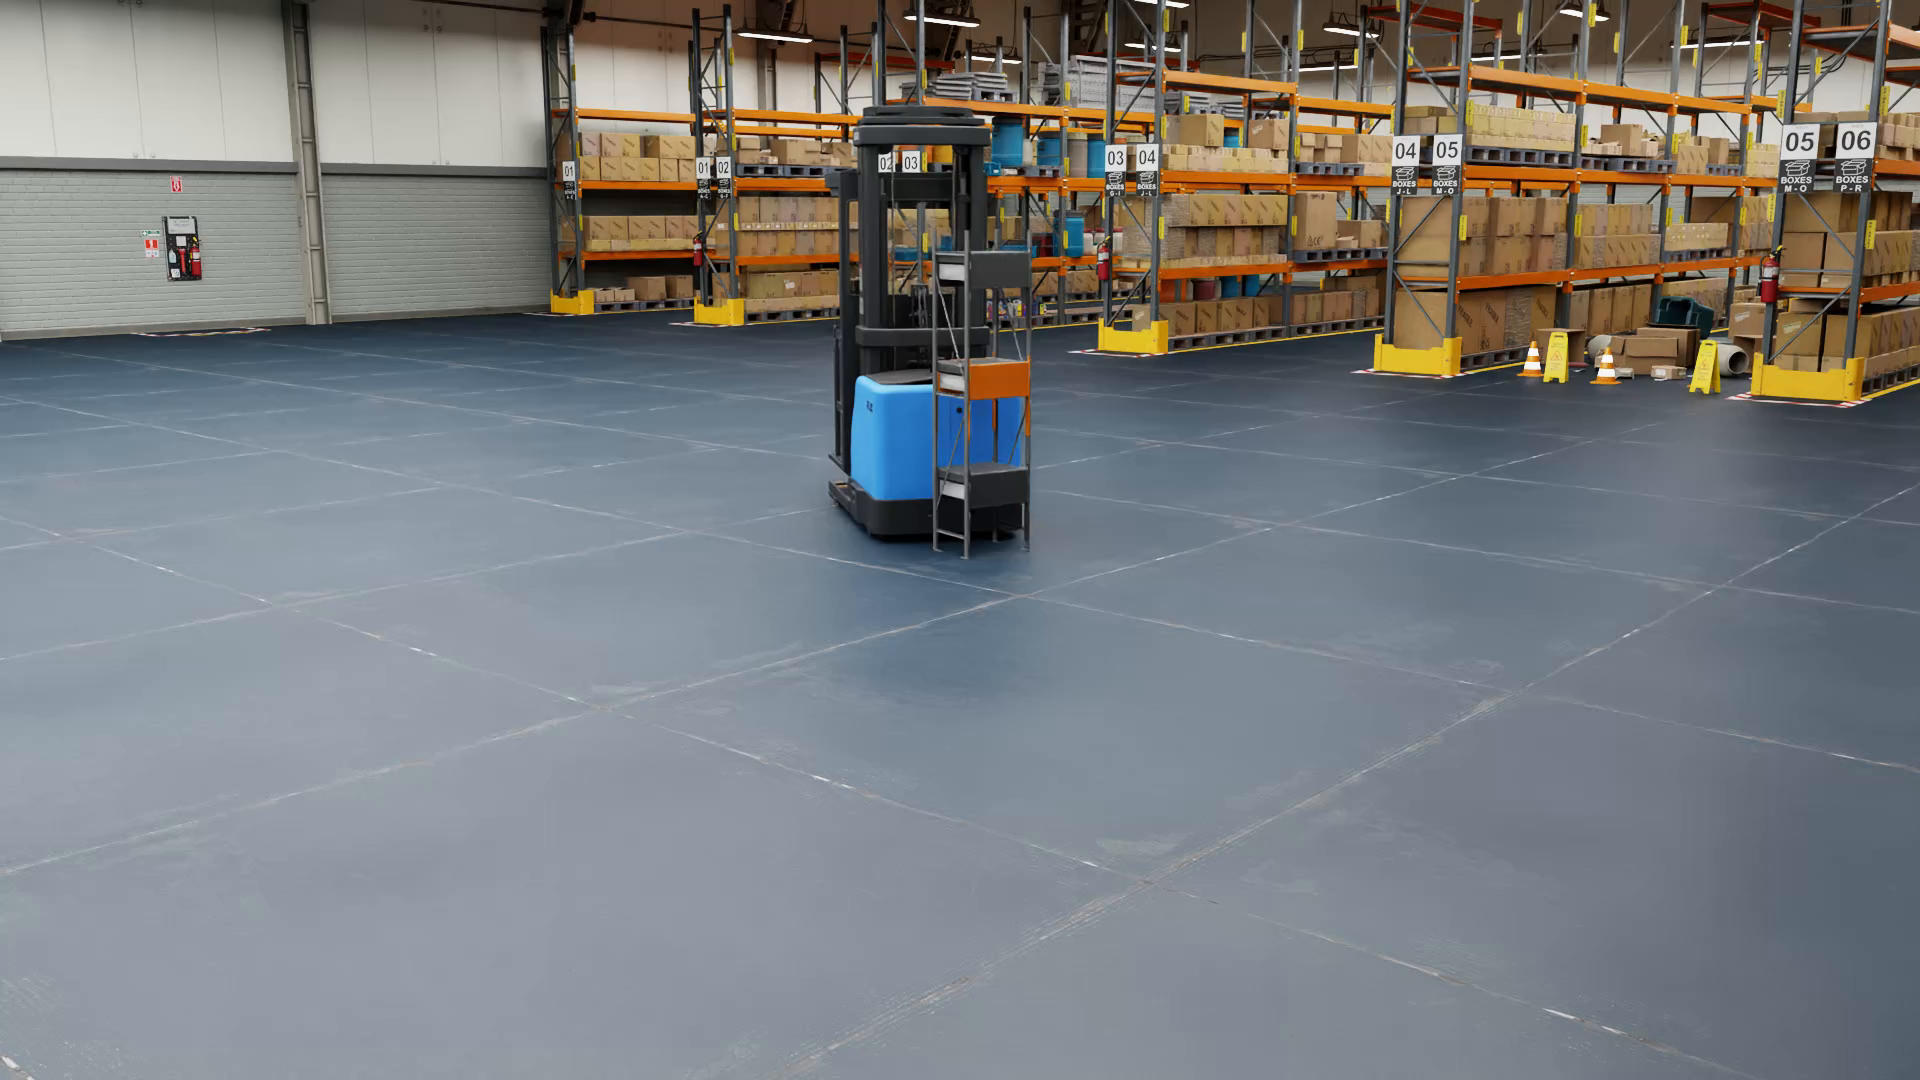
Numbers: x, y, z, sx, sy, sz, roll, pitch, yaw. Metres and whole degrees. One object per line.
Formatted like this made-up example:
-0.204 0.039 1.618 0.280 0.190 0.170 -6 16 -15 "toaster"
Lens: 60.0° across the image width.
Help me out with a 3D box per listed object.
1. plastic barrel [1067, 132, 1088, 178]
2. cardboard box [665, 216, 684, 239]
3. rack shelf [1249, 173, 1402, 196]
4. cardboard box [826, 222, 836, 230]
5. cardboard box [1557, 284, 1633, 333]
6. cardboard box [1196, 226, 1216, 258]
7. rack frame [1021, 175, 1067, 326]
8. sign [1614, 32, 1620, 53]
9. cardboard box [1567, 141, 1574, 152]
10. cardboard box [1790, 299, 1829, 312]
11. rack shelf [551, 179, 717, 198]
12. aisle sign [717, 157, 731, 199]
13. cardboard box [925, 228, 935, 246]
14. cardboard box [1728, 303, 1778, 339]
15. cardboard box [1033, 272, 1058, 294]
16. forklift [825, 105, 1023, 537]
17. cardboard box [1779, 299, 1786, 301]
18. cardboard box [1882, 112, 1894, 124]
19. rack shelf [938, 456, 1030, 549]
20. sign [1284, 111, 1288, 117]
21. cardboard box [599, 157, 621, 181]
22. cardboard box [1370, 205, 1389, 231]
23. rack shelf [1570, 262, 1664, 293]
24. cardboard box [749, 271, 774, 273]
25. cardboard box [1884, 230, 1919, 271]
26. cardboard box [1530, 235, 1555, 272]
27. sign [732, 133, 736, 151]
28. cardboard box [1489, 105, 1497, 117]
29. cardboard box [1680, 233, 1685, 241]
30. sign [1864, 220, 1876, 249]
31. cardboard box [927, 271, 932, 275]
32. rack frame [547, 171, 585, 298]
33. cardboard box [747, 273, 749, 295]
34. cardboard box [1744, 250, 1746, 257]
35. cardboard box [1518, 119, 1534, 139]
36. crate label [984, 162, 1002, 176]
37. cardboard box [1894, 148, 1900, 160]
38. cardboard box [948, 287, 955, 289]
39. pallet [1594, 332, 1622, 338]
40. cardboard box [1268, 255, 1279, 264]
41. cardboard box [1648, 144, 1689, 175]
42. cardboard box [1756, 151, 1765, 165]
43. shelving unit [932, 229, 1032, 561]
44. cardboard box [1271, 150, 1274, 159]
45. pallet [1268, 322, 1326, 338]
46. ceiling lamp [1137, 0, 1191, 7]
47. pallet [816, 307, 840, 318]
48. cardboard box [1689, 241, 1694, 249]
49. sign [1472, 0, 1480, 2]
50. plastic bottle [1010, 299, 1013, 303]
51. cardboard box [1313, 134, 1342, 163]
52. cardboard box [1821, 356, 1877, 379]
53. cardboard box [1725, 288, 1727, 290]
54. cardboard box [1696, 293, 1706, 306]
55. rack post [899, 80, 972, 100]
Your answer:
2.225 -7.614 32.942 0.600 0.901 0.600 0 11 0 "plastic barrel"
-6.567 -7.026 37.356 0.500 0.500 0.500 9 15 39 "cardboard box"
6.661 -6.470 30.331 1.077 0.370 4.000 10 15 40 "rack shelf"
-2.789 -6.489 34.336 0.380 0.149 0.250 10 15 40 "cardboard box"
10.597 -3.886 27.886 1.050 0.750 0.750 10 15 41 "cardboard box"
3.687 -4.898 27.270 0.875 0.500 0.500 10 15 40 "cardboard box"
1.621 -5.698 32.288 1.000 3.000 0.127 10 15 40 "rack frame"
11.227 -8.497 28.400 0.100 0.325 0.005 10 15 40 "sign"
9.000 -5.909 25.001 0.380 0.149 0.250 10 15 40 "cardboard box"
10.670 -2.945 20.884 0.380 0.149 0.250 10 15 42 "cardboard box"
-7.141 -7.803 37.004 1.077 0.370 4.000 10 15 40 "rack shelf"
-4.551 -6.976 32.049 0.394 0.787 0.004 10 15 40 "aisle sign"
-0.900 -6.650 36.799 0.500 0.500 0.500 10 15 40 "cardboard box"
11.428 -3.148 23.967 0.500 0.500 0.500 10 15 40 "cardboard box"
2.075 -6.176 39.939 0.500 0.500 0.500 9 14 38 "cardboard box"
-0.397 -1.705 12.471 1.130 2.935 3.031 -3 12 -13 "forklift"
16.788 -5.006 34.271 0.380 0.149 0.250 9 15 39 "cardboard box"
10.898 -5.020 19.843 0.380 0.149 0.250 10 15 40 "cardboard box"
0.142 -0.254 10.974 0.480 0.518 0.431 -8 14 -34 "rack shelf"
7.314 -9.643 37.256 0.100 0.325 0.005 10 15 40 "sign"
-7.672 -8.011 35.906 0.500 0.500 0.500 -11 16 -44 "cardboard box"
8.476 -6.293 32.448 0.797 0.503 0.637 10 15 42 "cardboard box"
10.321 -4.343 27.340 1.077 0.370 4.000 10 15 40 "rack shelf"
-3.959 -5.242 34.039 0.500 0.500 0.500 10 15 40 "cardboard box"
12.005 -3.720 21.371 0.500 0.500 0.500 10 15 42 "cardboard box"
8.420 -4.335 25.082 0.875 0.550 0.550 10 15 40 "cardboard box"
-4.325 -7.616 31.799 0.100 0.325 0.005 10 15 40 "sign"
7.154 -5.889 22.864 0.380 0.149 0.250 10 15 40 "cardboard box"
12.628 -5.381 29.509 0.380 0.149 0.250 10 15 41 "cardboard box"
10.553 -3.542 19.284 0.100 0.325 0.005 10 15 40 "sign"
-0.872 -7.195 44.200 0.750 0.750 0.750 10 15 41 "cardboard box"
-8.462 -6.390 35.754 1.000 3.000 0.127 10 15 40 "rack frame"
-5.348 -6.079 39.455 0.700 0.500 0.500 10 15 42 "cardboard box"
14.965 -5.548 32.180 0.380 0.149 0.250 9 14 38 "cardboard box"
7.870 -5.872 23.796 0.500 0.250 0.500 10 15 40 "cardboard box"
0.464 -6.740 30.227 0.502 0.251 0.408 10 15 40 "crate label"
11.232 -4.706 20.306 0.380 0.149 0.250 9 15 39 "cardboard box"
-0.291 -5.800 37.314 0.500 0.311 0.500 10 15 40 "cardboard box"
10.258 -3.338 27.589 1.003 0.211 1.213 10 15 40 "pallet"
5.248 -4.829 28.579 0.380 0.149 0.250 10 15 40 "cardboard box"
12.218 -6.560 28.688 0.500 0.500 0.500 10 15 40 "cardboard box"
15.112 -7.334 31.925 0.500 0.250 0.500 10 15 40 "cardboard box"
0.142 -0.954 10.834 0.503 2.100 0.431 -8 14 -34 "shelving unit"
5.099 -6.538 28.199 0.380 0.149 0.250 10 15 41 "cardboard box"
5.854 -3.805 29.929 1.003 0.211 1.213 10 15 40 "pallet"
3.634 -11.121 29.217 0.800 3.185 2.000 10 15 40 "ceiling lamp"
-2.654 -4.860 35.211 1.003 0.211 1.213 10 15 40 "pallet"
12.961 -5.308 29.903 0.380 0.149 0.250 10 15 41 "cardboard box"
6.773 -7.218 21.791 0.100 0.325 0.005 10 15 40 "sign"
0.969 -4.527 32.235 0.061 0.283 0.133 10 15 40 "plastic bottle"
6.347 -6.980 29.713 0.797 0.503 0.637 11 15 43 "cardboard box"
10.885 -2.128 20.363 0.500 0.250 0.500 10 15 40 "cardboard box"
15.126 -4.965 33.308 0.380 0.149 0.250 9 14 38 "cardboard box"
13.301 -4.267 30.432 0.500 0.500 0.500 9 15 39 "cardboard box"
-0.425 -7.901 29.277 0.954 0.300 0.937 -10 15 -41 "rack post"
